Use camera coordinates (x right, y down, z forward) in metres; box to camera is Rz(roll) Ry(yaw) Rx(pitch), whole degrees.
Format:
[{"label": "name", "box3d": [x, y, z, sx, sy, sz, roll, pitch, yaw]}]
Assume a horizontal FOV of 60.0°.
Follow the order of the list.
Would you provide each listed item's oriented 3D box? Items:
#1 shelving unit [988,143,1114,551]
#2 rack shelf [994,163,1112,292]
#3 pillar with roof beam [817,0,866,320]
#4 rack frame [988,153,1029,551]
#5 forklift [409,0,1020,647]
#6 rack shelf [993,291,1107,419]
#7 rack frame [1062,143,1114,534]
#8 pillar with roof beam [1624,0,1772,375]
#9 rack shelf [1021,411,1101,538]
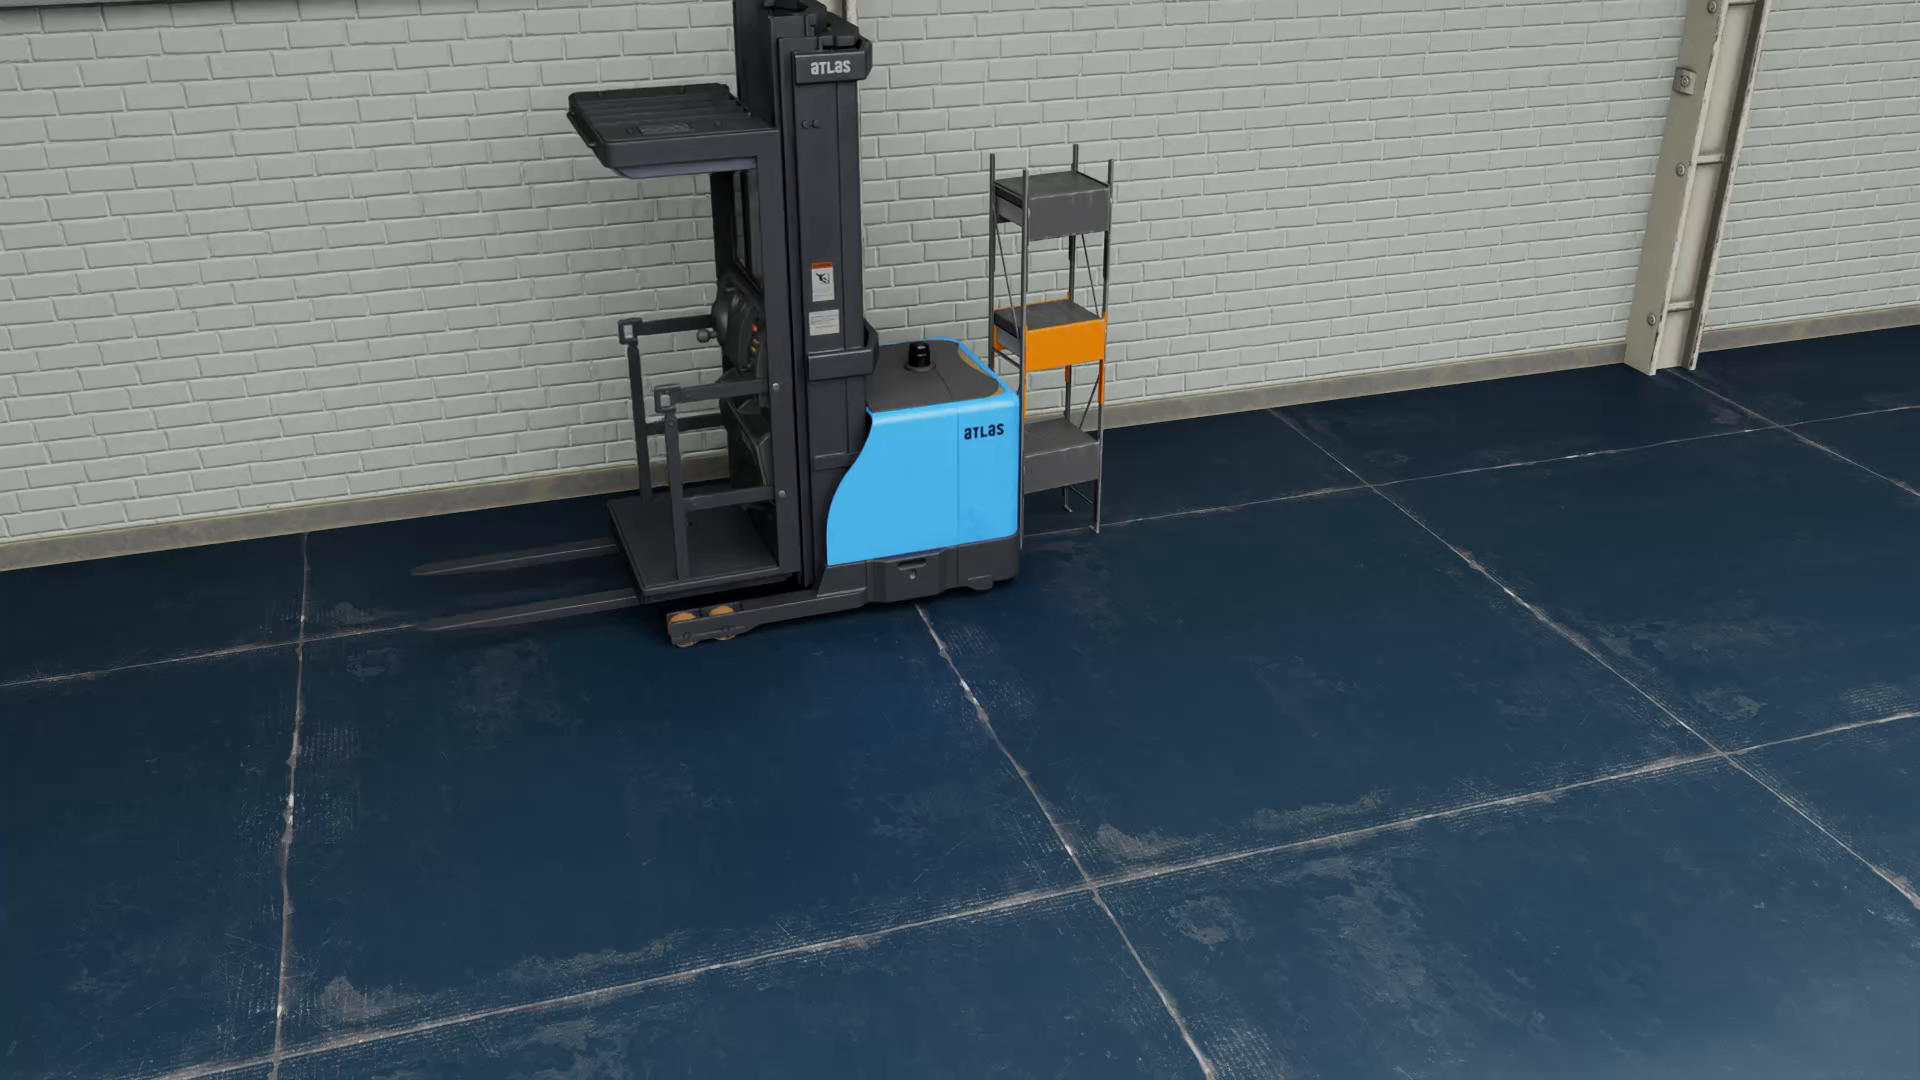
[{"label": "shelving unit", "box3d": [0.466, -1.009, 8.922, 0.503, 2.100, 0.431, -12, 29, -23]}, {"label": "rack shelf", "box3d": [0.466, -1.624, 8.616, 0.480, 0.518, 0.431, -12, 29, -23]}, {"label": "pillar with roof beam", "box3d": [0.556, -2.620, 4.407, 0.400, 9.000, 9.100, -8, 28, -16]}, {"label": "rack frame", "box3d": [0.246, -0.962, 8.827, 0.015, 2.100, 0.400, -12, 29, -23]}, {"label": "forklift", "box3d": [-1.260, -1.050, 8.069, 3.031, 2.935, 1.130, -9, 28, -18]}, {"label": "rack shelf", "box3d": [0.466, -0.997, 8.928, 0.480, 0.518, 0.431, -12, 29, -23]}, {"label": "rack frame", "box3d": [0.686, -1.056, 9.016, 0.015, 2.100, 0.400, -12, 29, -23]}, {"label": "pillar with roof beam", "box3d": [6.261, -3.446, 6.072, 0.400, 9.000, 9.100, -8, 28, -16]}, {"label": "rack shelf", "box3d": [0.466, -0.370, 9.239, 0.480, 0.518, 0.431, -12, 29, -23]}]
